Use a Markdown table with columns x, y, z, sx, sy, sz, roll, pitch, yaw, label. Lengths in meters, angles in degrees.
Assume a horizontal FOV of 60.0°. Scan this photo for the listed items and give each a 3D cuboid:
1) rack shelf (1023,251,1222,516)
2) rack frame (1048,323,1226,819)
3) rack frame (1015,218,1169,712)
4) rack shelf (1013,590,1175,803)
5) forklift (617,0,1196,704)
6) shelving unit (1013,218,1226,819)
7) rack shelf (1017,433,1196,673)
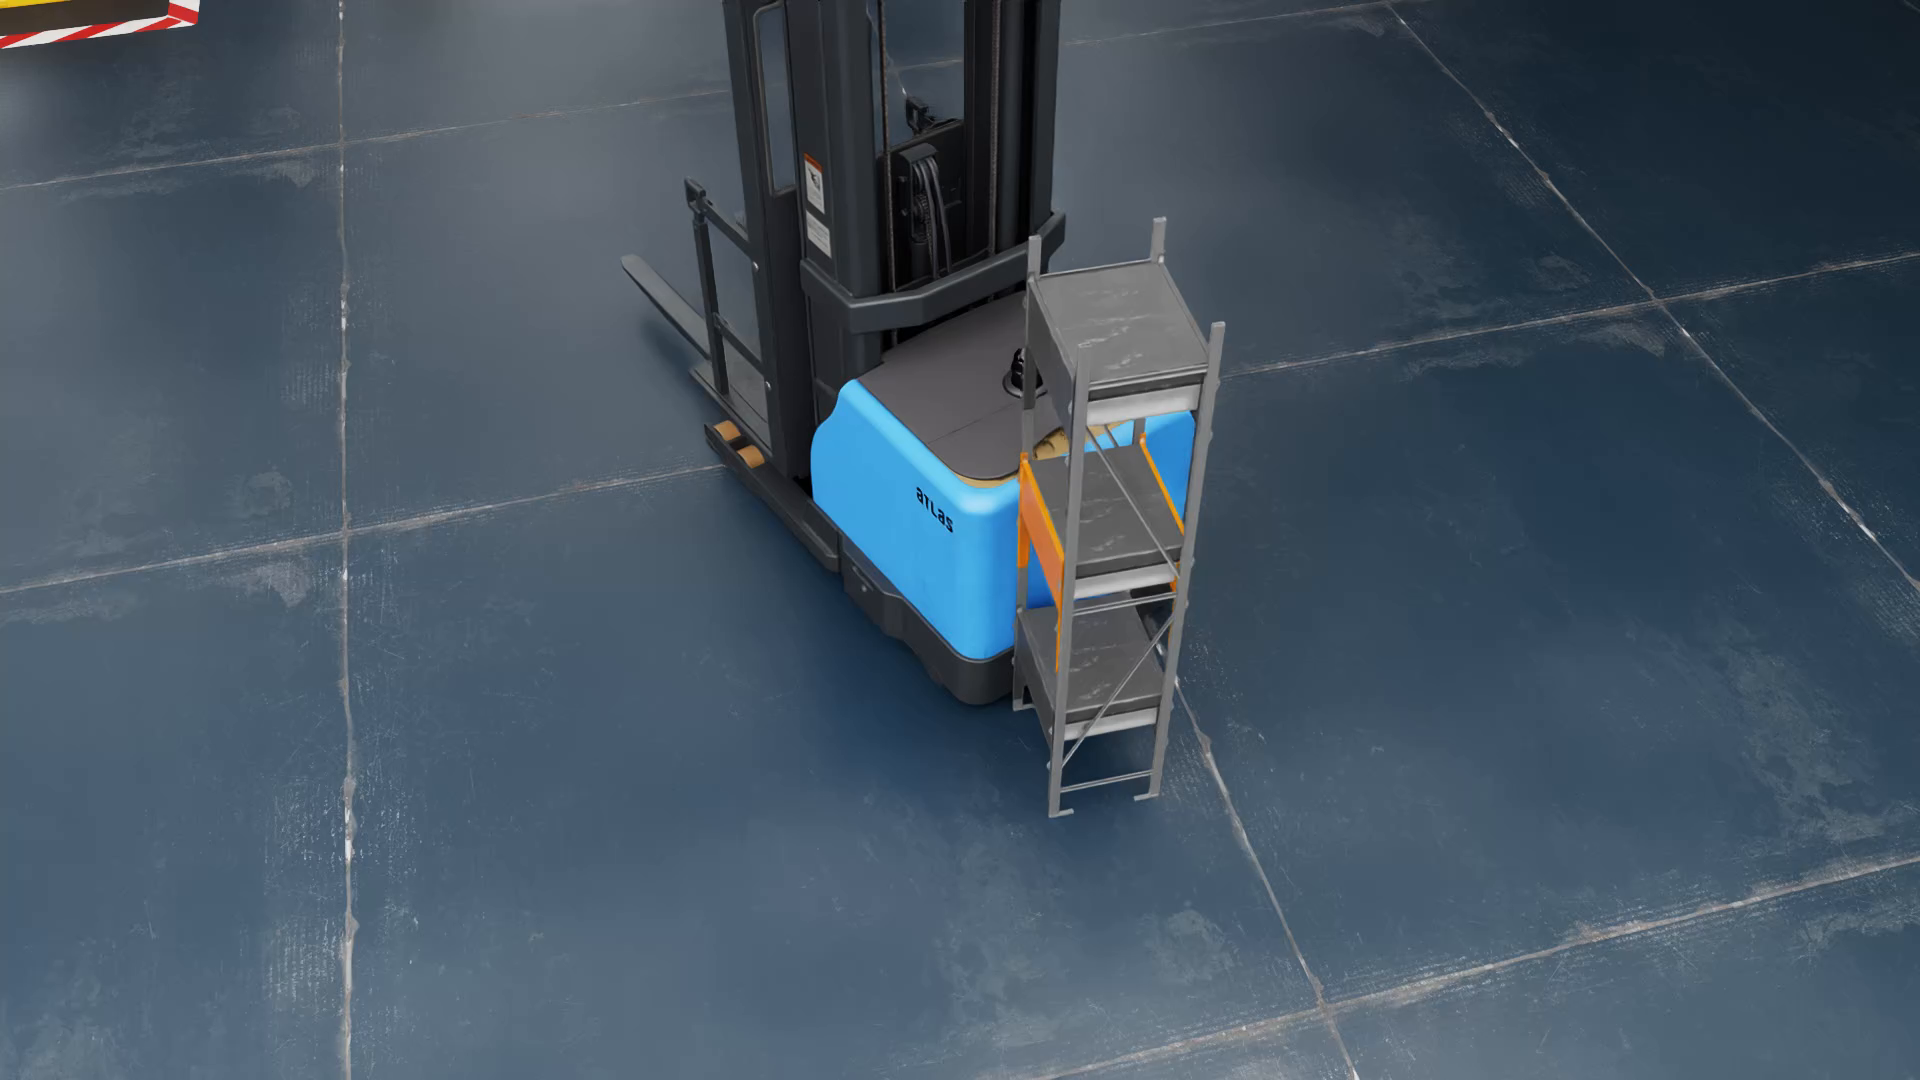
| x | y | z | sx | sy | sz | roll | pitch | yaw | label |
| --- | --- | --- | --- | --- | --- | --- | --- | --- | --- |
| 0.448 | -0.449 | 4.758 | 0.431 | 0.518 | 0.480 | -9 | 46 | -9 | rack shelf |
| 0.504 | 0.201 | 5.082 | 0.400 | 2.100 | 0.015 | -9 | 46 | -9 | rack frame |
| 0.396 | -0.139 | 5.415 | 0.400 | 2.100 | 0.015 | -9 | 46 | -9 | rack frame |
| 0.451 | 0.530 | 5.759 | 0.431 | 0.518 | 0.480 | -9 | 46 | -9 | rack shelf |
| -0.426 | -1.438 | 6.107 | 1.130 | 2.935 | 3.031 | -28 | 52 | -25 | forklift |
| 0.450 | 0.031 | 5.249 | 0.431 | 2.100 | 0.503 | -9 | 46 | -9 | shelving unit |
| 0.450 | 0.041 | 5.258 | 0.431 | 0.518 | 0.480 | -9 | 46 | -9 | rack shelf |
